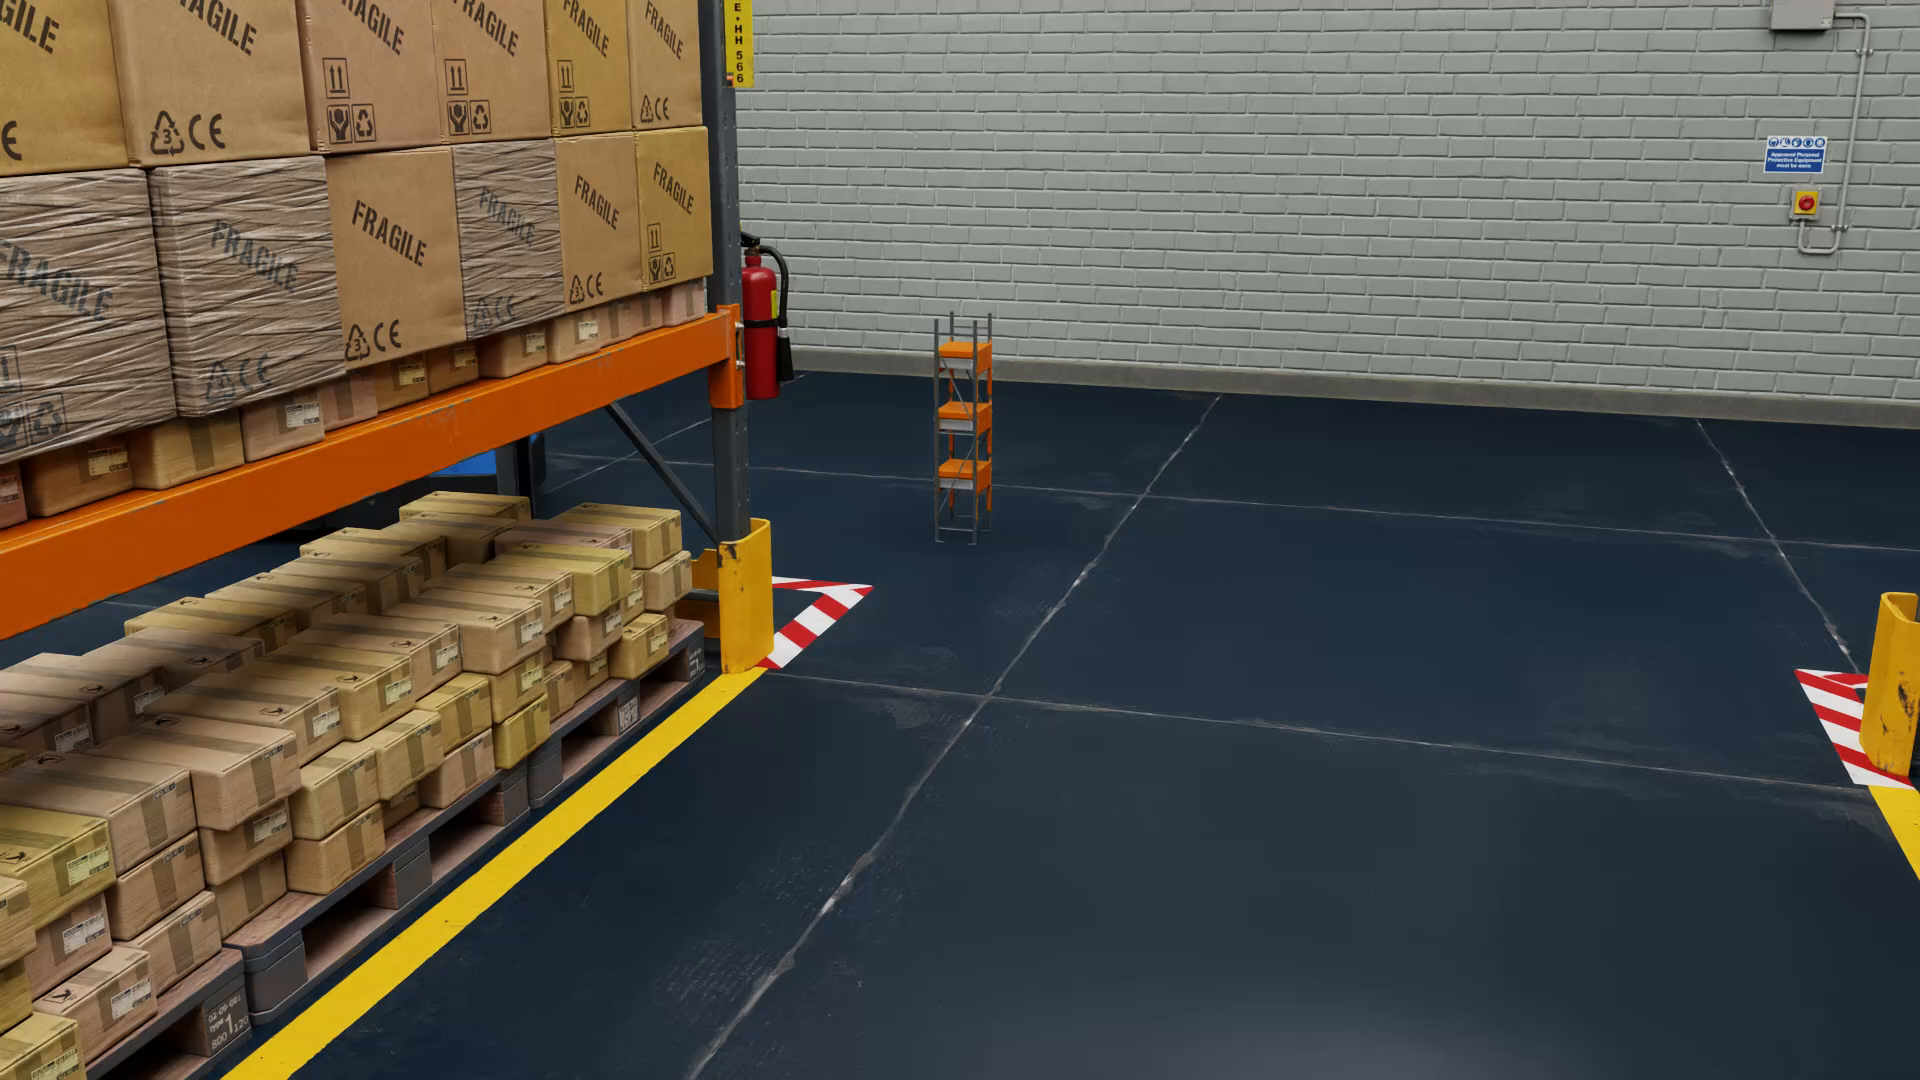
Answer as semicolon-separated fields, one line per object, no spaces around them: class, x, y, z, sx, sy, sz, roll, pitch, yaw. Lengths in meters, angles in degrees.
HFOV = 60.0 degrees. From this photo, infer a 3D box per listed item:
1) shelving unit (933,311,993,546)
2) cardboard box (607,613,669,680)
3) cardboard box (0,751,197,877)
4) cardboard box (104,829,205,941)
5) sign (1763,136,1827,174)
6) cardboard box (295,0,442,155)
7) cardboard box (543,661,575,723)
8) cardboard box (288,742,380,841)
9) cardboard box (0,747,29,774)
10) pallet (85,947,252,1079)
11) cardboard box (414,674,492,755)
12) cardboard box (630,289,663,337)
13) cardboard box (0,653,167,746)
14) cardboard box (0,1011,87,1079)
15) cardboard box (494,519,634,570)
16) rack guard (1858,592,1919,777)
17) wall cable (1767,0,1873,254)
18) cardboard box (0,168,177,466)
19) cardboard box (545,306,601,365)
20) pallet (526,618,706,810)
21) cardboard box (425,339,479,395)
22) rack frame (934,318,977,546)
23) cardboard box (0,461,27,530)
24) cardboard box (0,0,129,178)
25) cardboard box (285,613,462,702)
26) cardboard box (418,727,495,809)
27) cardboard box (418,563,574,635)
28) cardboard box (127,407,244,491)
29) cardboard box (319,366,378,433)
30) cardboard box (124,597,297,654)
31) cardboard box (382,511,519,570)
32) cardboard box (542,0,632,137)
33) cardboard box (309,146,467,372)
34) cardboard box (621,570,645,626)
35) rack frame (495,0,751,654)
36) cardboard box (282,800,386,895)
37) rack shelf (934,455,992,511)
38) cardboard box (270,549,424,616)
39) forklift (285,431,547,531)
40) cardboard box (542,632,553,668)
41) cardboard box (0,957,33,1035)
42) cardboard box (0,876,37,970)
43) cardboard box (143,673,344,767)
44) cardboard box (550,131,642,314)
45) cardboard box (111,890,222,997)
shelving unit;0.015;-0.519;7.735;0.215;1.050;0.252;5;16;16
cardboard box;-1.208;0.341;5.586;0.380;0.149;0.250;5;17;18
cardboard box;-1.911;0.590;3.615;0.380;0.149;0.250;4;16;14
cardboard box;-1.909;0.735;3.651;0.380;0.149;0.250;4;16;13
sign;5.043;-2.327;10.042;0.327;0.218;0.001;5;16;16
cardboard box;-1.604;-1.183;3.943;0.500;0.500;0.500;4;16;14
cardboard box;-1.423;0.469;5.135;0.380;0.149;0.250;5;17;16
cardboard box;-1.676;0.604;4.114;0.380;0.149;0.250;4;16;15
cardboard box;-2.321;0.561;3.718;0.380;0.149;0.250;5;17;18
pallet;-2.262;1.152;3.382;1.003;0.211;1.213;5;16;16
cardboard box;-1.530;0.467;4.596;0.380;0.149;0.250;5;17;19
cardboard box;-1.211;-0.768;5.499;0.380;0.149;0.250;5;16;16
cardboard box;-2.267;0.412;4.245;0.380;0.149;0.250;4;16;14
cardboard box;-1.932;1.018;3.198;0.380;0.149;0.250;5;17;18
cardboard box;-1.316;0.045;5.539;0.380;0.149;0.250;5;17;17
rack guard;3.499;0.496;5.165;1.175;0.500;0.348;5;16;16
wall cable;5.072;-2.681;9.866;0.585;1.953;0.123;5;16;16
cardboard box;-1.903;-0.443;3.164;0.500;0.500;0.500;5;16;16
cardboard box;-1.318;-0.632;5.022;0.380;0.149;0.250;5;17;17
pallet;-1.569;0.513;5.633;1.003;0.211;1.213;5;16;16
cardboard box;-1.555;-0.500;4.554;0.380;0.149;0.250;4;16;14
rack frame;-0.019;-0.487;7.623;0.200;1.050;0.008;5;16;16
cardboard box;-1.997;-0.086;3.097;0.380;0.149;0.250;4;16;13
cardboard box;-1.925;-0.920;3.014;0.500;0.500;0.500;4;16;14
cardboard box;-1.607;0.320;4.568;0.380;0.149;0.250;4;16;14
cardboard box;-1.533;0.610;4.636;0.380;0.149;0.250;5;17;17
cardboard box;-1.402;0.185;5.044;0.380;0.149;0.250;4;16;14
cardboard box;-1.780;-0.218;3.561;0.380;0.149;0.250;5;17;17
cardboard box;-1.665;-0.361;4.066;0.380;0.149;0.250;5;17;18
cardboard box;-2.112;0.282;4.703;0.380;0.149;0.250;5;17;17
cardboard box;-1.720;0.018;5.635;0.380;0.149;0.250;5;17;17
cardboard box;-1.318;-1.459;4.914;0.500;0.500;0.500;4;16;14
cardboard box;-1.601;-0.714;4.122;0.500;0.500;0.500;5;17;19
cardboard box;-1.285;0.193;5.562;0.380;0.149;0.250;4;16;15
rack frame;-1.282;-1.058;6.062;1.000;3.000;0.127;5;16;16
cardboard box;-1.678;0.745;4.160;0.380;0.149;0.250;4;16;14
rack shelf;0.015;-0.242;7.814;0.215;0.259;0.240;5;16;16
cardboard box;-1.906;0.145;5.186;0.380;0.149;0.250;4;16;13
forklift;-3.649;-1.525;7.835;3.031;2.935;1.130;-1;16;-4
cardboard box;-1.480;0.327;5.089;0.380;0.149;0.250;4;16;15
cardboard box;-2.023;0.872;3.168;0.380;0.149;0.250;5;17;16
cardboard box;-1.987;0.730;3.122;0.380;0.149;0.250;5;17;19
cardboard box;-1.762;0.452;4.102;0.380;0.149;0.250;4;16;14
cardboard box;-1.315;-0.977;5.049;0.500;0.500;0.500;4;16;15
cardboard box;-1.887;0.879;3.689;0.380;0.149;0.250;4;16;15
